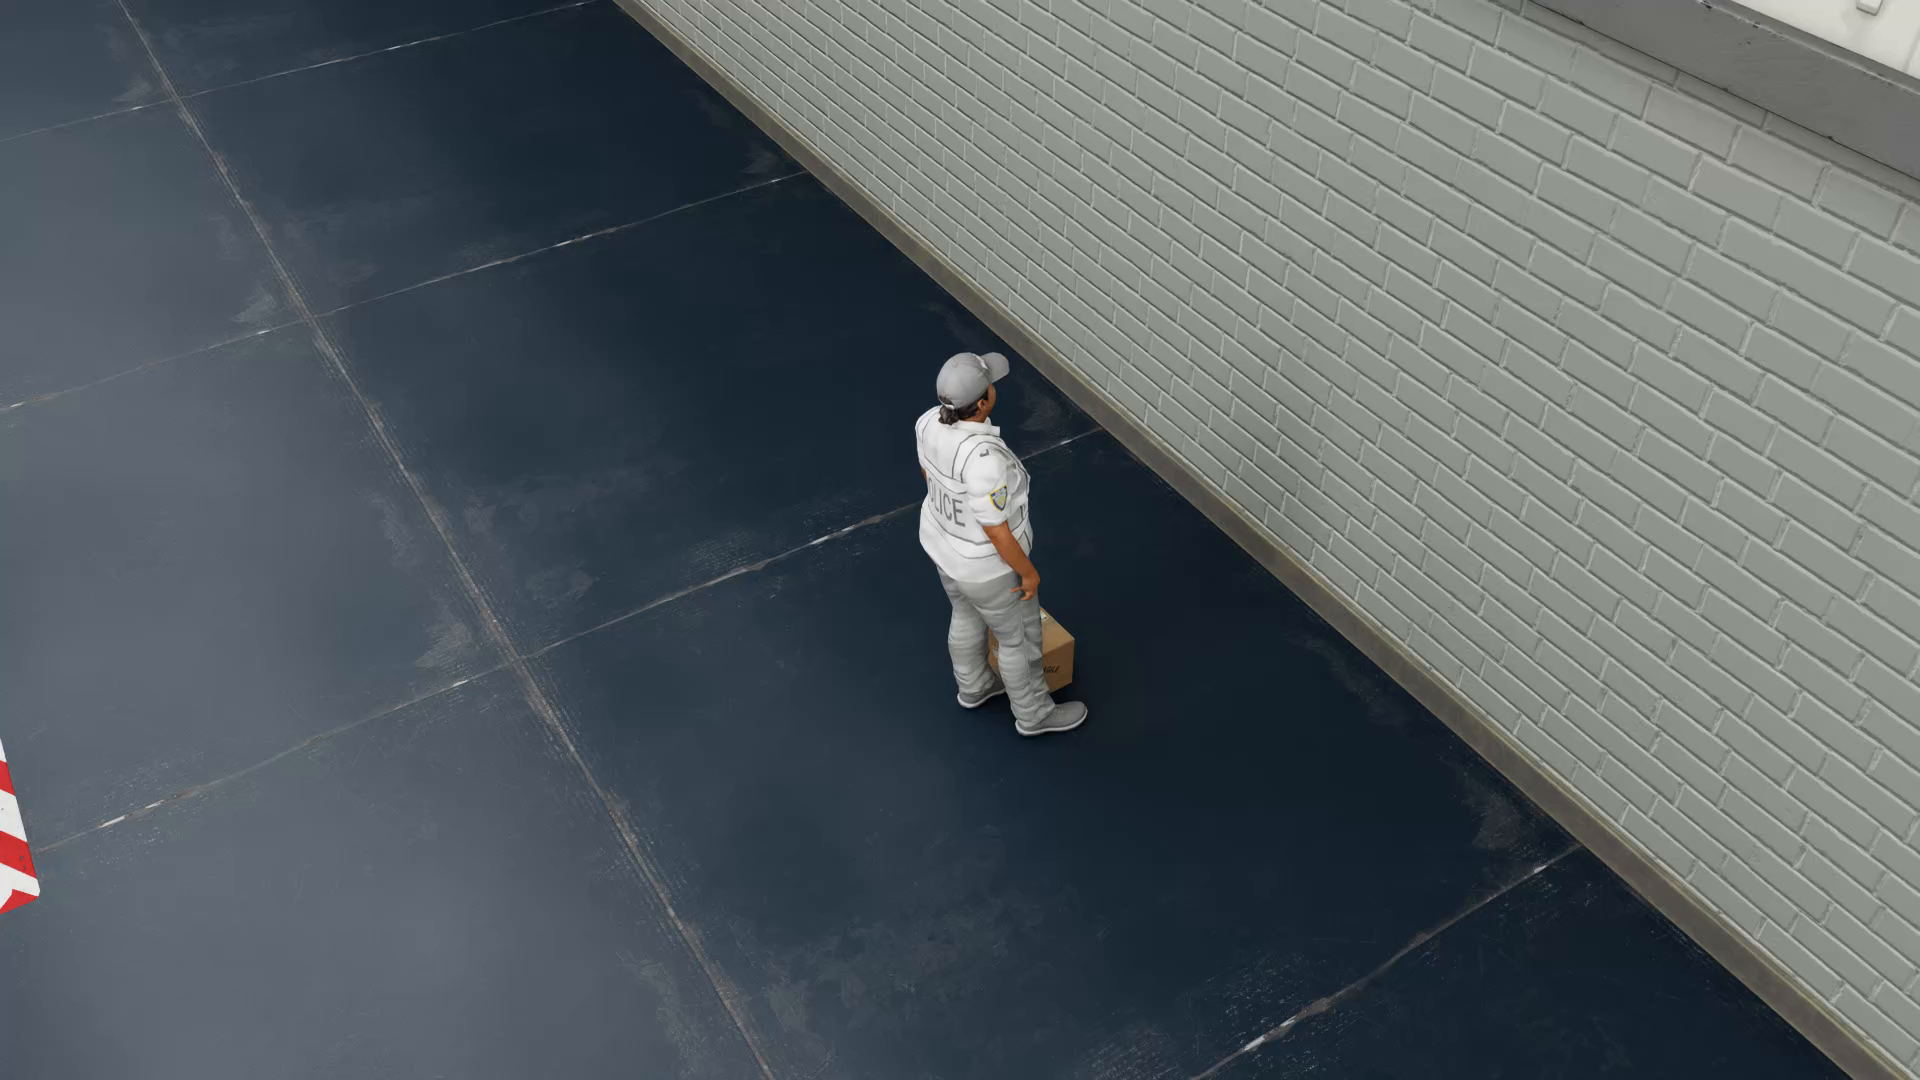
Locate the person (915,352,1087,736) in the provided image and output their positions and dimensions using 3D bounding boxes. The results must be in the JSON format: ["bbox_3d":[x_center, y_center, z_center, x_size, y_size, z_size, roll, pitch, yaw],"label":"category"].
[{"bbox_3d":[0.147,0.012,6.125,0.529,1.671,0.599,-23,46,-24],"label":"person"}]
